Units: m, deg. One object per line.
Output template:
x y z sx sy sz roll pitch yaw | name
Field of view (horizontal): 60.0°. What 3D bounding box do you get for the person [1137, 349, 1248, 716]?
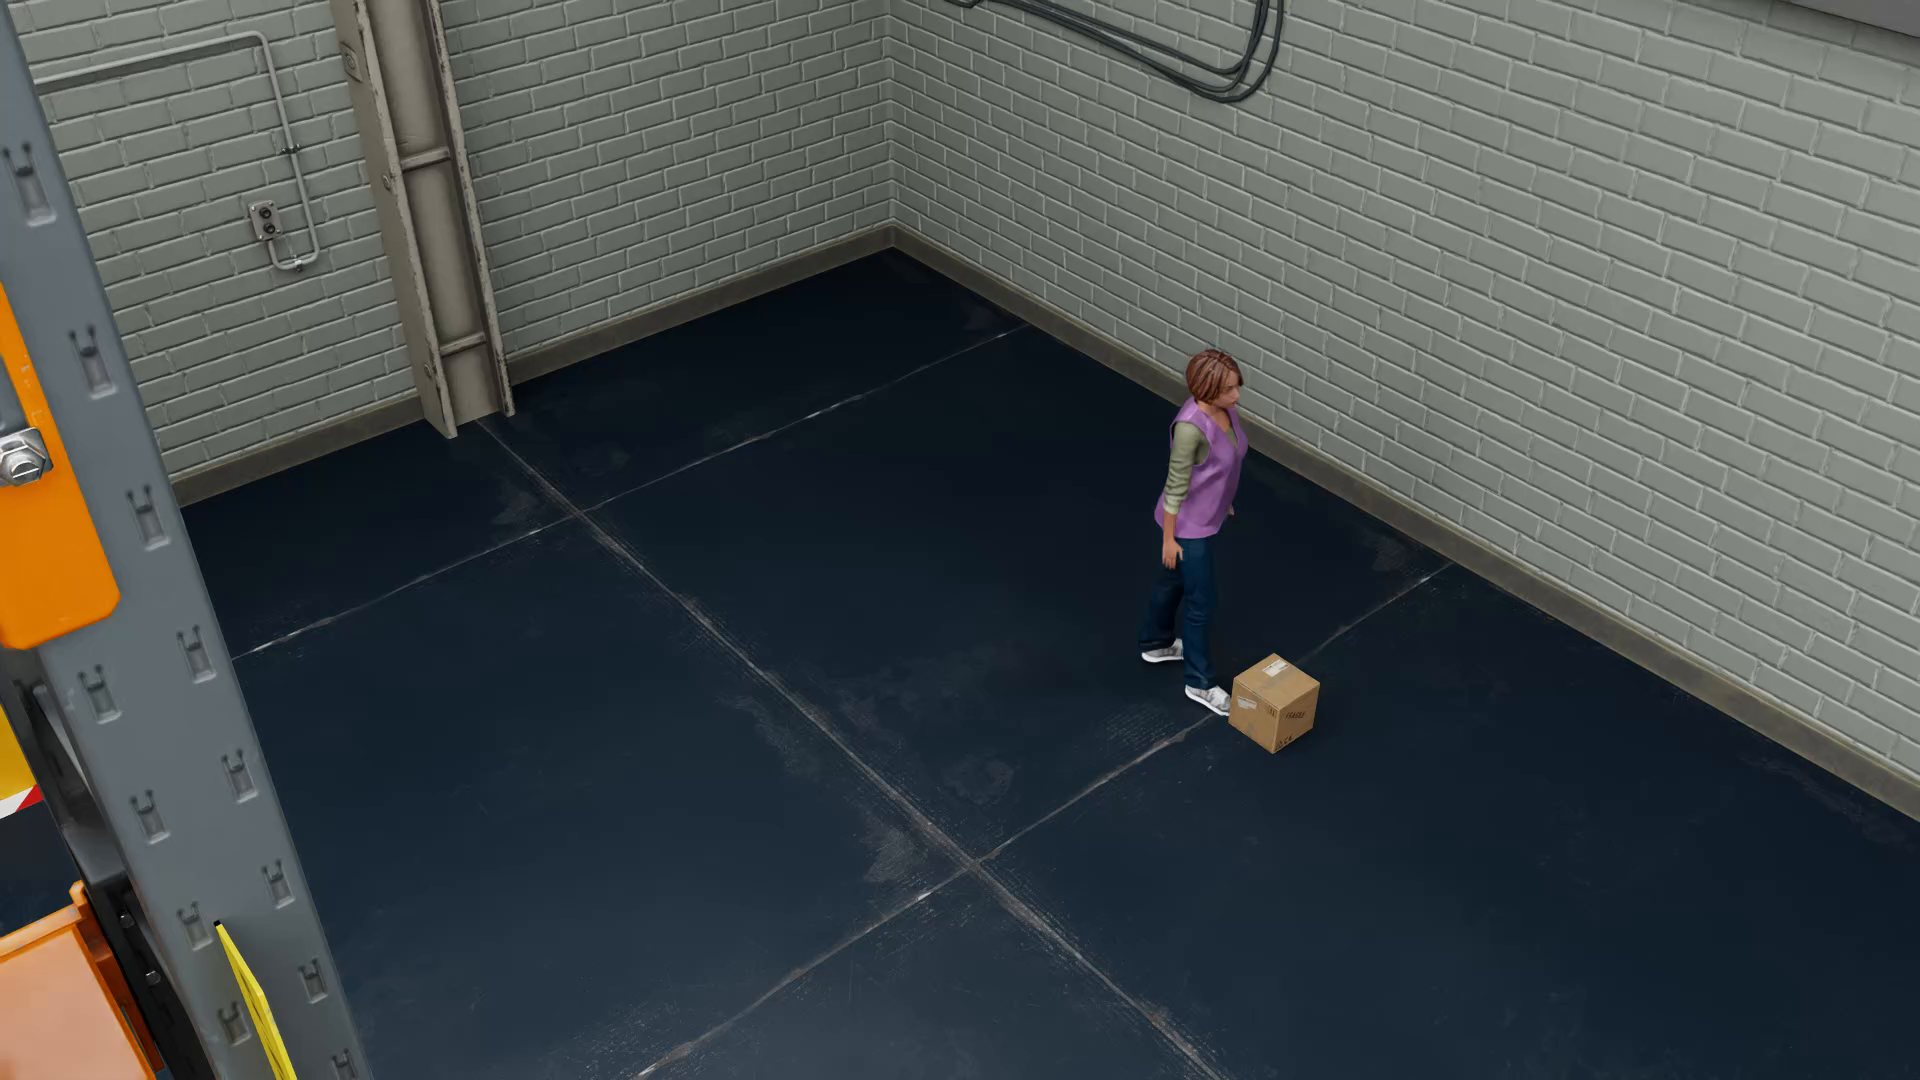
1.021 -0.051 6.746 0.532 1.559 0.453 14 39 19 | person
